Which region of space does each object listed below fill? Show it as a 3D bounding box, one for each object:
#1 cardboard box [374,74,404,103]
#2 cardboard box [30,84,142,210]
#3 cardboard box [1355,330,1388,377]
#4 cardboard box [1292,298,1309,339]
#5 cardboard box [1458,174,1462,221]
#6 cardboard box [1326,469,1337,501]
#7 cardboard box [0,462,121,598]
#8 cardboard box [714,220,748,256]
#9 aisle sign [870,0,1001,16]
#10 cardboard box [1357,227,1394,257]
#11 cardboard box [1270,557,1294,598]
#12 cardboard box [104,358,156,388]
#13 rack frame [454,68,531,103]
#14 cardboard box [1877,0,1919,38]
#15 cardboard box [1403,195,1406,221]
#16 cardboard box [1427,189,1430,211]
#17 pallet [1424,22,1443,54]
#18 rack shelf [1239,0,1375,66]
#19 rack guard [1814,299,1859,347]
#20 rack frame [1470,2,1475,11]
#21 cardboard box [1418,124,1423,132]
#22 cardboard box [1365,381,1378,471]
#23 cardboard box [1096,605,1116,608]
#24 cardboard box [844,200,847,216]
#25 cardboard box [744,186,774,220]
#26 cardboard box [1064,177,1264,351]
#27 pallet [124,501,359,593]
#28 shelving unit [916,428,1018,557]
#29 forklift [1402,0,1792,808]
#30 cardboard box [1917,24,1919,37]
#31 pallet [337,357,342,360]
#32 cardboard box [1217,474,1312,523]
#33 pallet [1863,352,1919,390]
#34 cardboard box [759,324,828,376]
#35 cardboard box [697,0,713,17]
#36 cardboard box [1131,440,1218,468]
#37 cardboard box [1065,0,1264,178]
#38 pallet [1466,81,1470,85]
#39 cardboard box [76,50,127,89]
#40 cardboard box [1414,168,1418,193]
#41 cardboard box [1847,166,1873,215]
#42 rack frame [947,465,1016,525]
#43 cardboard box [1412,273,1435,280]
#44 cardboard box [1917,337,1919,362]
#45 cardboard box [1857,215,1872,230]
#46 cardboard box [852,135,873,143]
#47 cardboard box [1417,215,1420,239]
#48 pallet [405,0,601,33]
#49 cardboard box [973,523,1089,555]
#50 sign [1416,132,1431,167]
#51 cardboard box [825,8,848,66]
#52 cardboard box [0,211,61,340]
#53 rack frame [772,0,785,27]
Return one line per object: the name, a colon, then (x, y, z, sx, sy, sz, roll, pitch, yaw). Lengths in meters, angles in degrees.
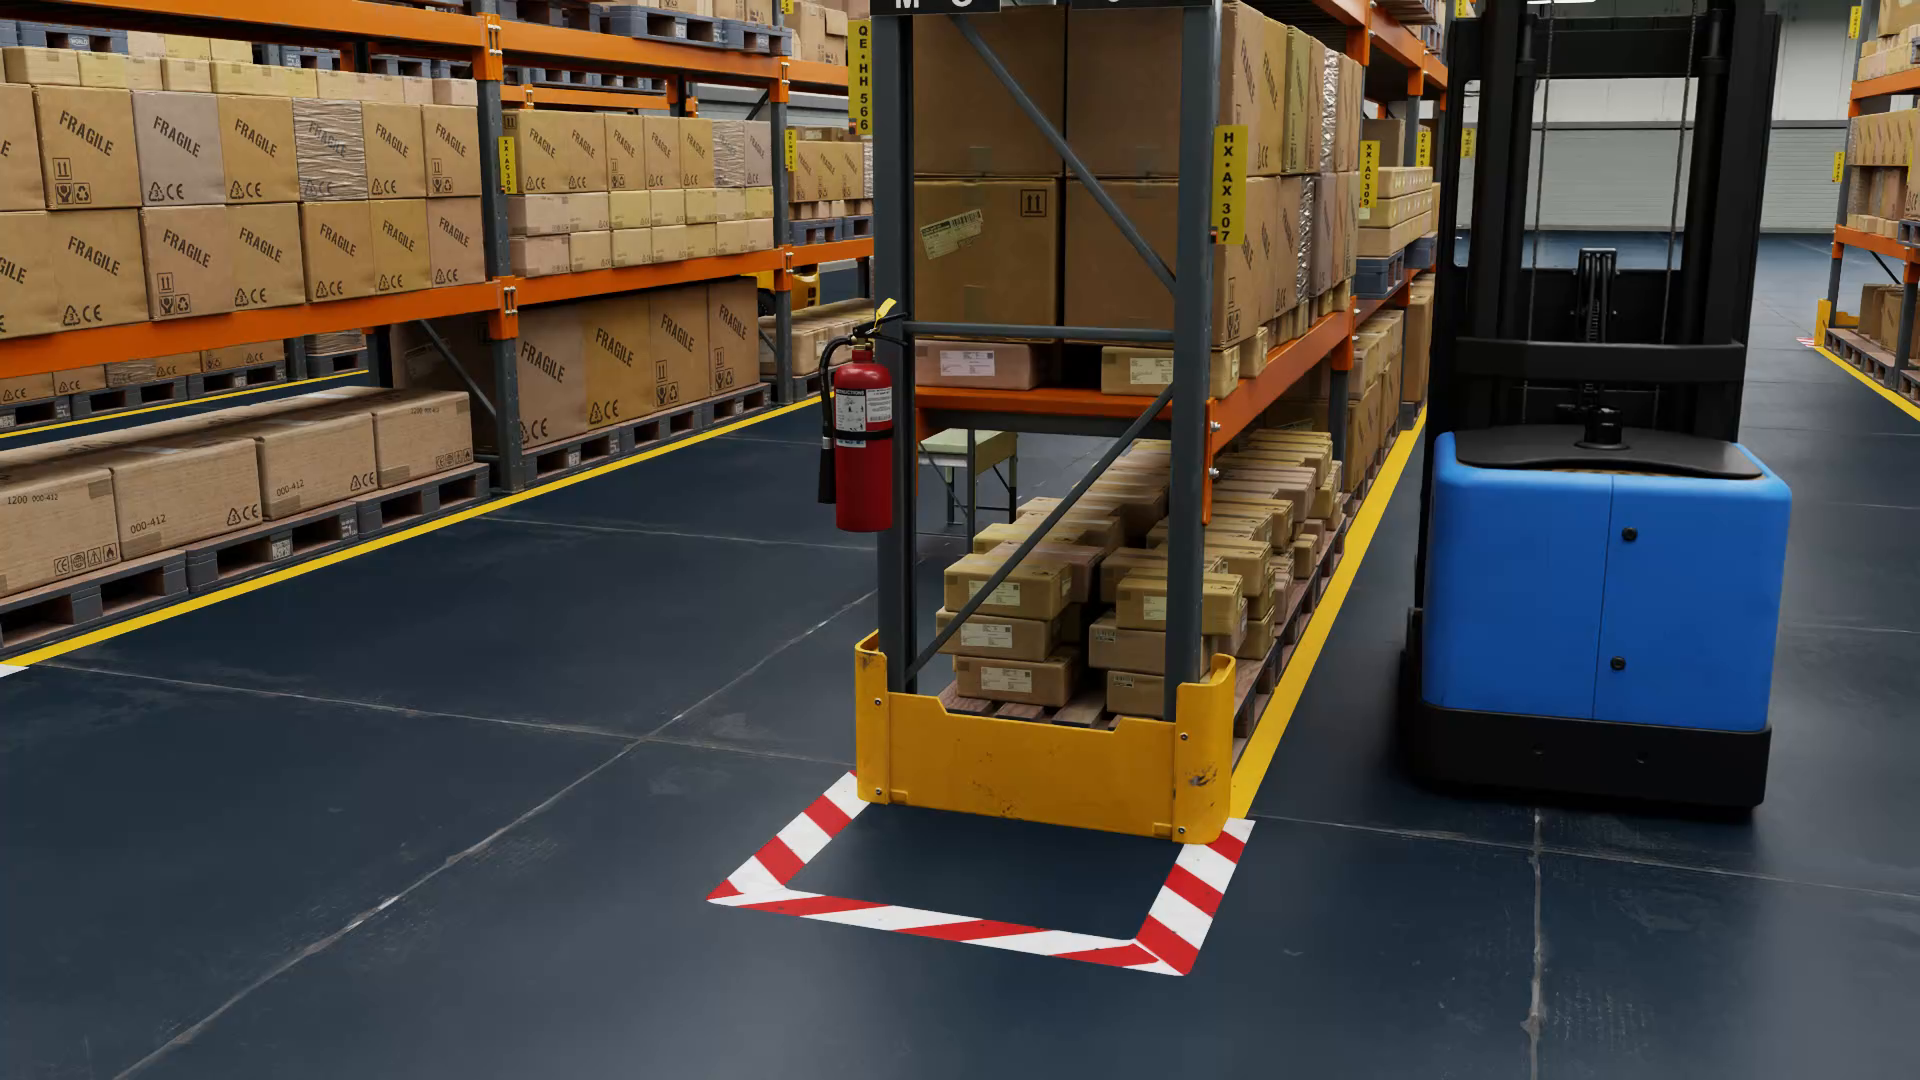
cardboard box: (-3.264, -2.449, 9.049, 0.380, 0.149, 0.250, 4, 14, 18)
cardboard box: (-3.897, -1.668, 7.083, 0.500, 0.500, 0.500, 4, 13, 17)
cardboard box: (2.357, -1.157, 10.303, 0.500, 0.250, 0.500, 5, 14, 21)
cardboard box: (1.220, -0.915, 6.821, 0.380, 0.149, 0.250, 5, 14, 20)
cardboard box: (5.334, -3.967, 19.292, 0.875, 0.550, 0.550, 4, 14, 18)
cardboard box: (1.652, -0.262, 8.189, 0.380, 0.149, 0.250, 4, 13, 16)
cardboard box: (-4.363, -0.044, 7.253, 0.875, 0.438, 0.875, 4, 13, 16)
cardboard box: (-1.962, -2.319, 12.746, 0.500, 0.250, 0.500, 5, 14, 19)
aisle sign: (-0.073, -1.880, 4.644, 0.394, 0.787, 0.004, 4, 14, 18)
cardboard box: (2.091, -1.581, 8.795, 0.380, 0.149, 0.250, 4, 13, 16)
cardboard box: (1.194, 0.164, 6.990, 0.380, 0.149, 0.250, 4, 14, 18)
cardboard box: (-7.014, -1.539, 13.663, 0.500, 0.500, 0.500, 4, 13, 16)
rack frame: (-5.297, -3.825, 19.006, 1.000, 3.000, 0.127, 4, 14, 18)
cardboard box: (9.336, -5.204, 16.290, 0.500, 0.500, 0.500, 4, 14, 18)
cardboard box: (2.340, -1.890, 9.480, 0.380, 0.149, 0.250, 4, 13, 16)
cardboard box: (3.009, -2.325, 11.388, 0.380, 0.149, 0.250, 5, 14, 21)
pallet: (2.981, -3.801, 12.584, 1.213, 0.211, 1.003, 5, 14, 21)
rack shelf: (0.881, -2.140, 6.497, 1.077, 0.370, 4.000, 4, 14, 18)
rack guard: (10.047, -2.363, 18.216, 1.175, 0.500, 0.348, 4, 14, 18)
rack frame: (5.411, -6.900, 18.998, 1.000, 3.000, 0.127, 4, 14, 18)
cardboard box: (3.633, -3.350, 14.452, 0.700, 0.500, 0.500, 4, 14, 19)
cardboard box: (2.188, -0.683, 9.914, 0.500, 0.500, 0.500, 5, 14, 21)
cardboard box: (0.429, 0.289, 6.445, 0.380, 0.149, 0.250, 4, 14, 19)
cardboard box: (-1.245, -2.988, 14.959, 0.380, 0.149, 0.250, 5, 14, 22)
cardboard box: (-1.810, -2.677, 13.188, 0.500, 0.250, 0.500, 4, 14, 18)
cardboard box: (0.641, -0.875, 5.188, 0.500, 0.500, 0.500, 5, 14, 21)
pallet: (-3.901, -0.012, 8.568, 1.003, 0.211, 1.213, 4, 14, 18)
shelving unit: (0.002, -0.733, 8.827, 0.431, 1.500, 0.755, 4, 14, 18)
forklift: (2.353, -0.891, 6.304, 1.130, 2.935, 3.031, 3, 13, 15)
cardboard box: (8.781, -4.537, 14.824, 0.380, 0.149, 0.250, 4, 13, 16)
pallet: (-5.892, -2.050, 17.495, 1.003, 0.211, 1.213, 4, 14, 18)
cardboard box: (1.307, -0.180, 7.163, 0.380, 0.149, 0.250, 4, 13, 16)
pallet: (8.961, -1.540, 15.259, 1.003, 0.211, 1.213, 4, 14, 18)
cardboard box: (-1.702, -1.668, 14.518, 0.950, 0.372, 0.625, 3, 13, 15)
cardboard box: (-2.008, -3.913, 12.007, 0.396, 0.266, 0.258, 4, 13, 17)
cardboard box: (1.041, -0.386, 8.063, 0.380, 0.149, 0.250, 4, 14, 18)
cardboard box: (0.631, -1.363, 5.081, 0.500, 0.500, 0.500, 4, 14, 18)
pallet: (5.181, -5.238, 18.654, 1.003, 0.211, 1.213, 4, 14, 18)
cardboard box: (-3.827, -2.013, 7.136, 0.380, 0.149, 0.250, 4, 13, 17)
cardboard box: (2.592, -2.201, 10.172, 0.380, 0.149, 0.250, 5, 14, 20)
cardboard box: (9.868, -3.677, 17.465, 0.875, 0.500, 0.500, 4, 14, 18)
rack frame: (0.121, -0.810, 9.165, 0.400, 1.500, 0.023, 4, 14, 18)
cardboard box: (4.001, -2.104, 15.578, 1.050, 0.750, 0.750, 4, 14, 18)
cardboard box: (8.945, -1.822, 14.906, 0.500, 0.500, 0.500, 4, 13, 17)
cardboard box: (9.498, -3.275, 17.160, 0.380, 0.149, 0.250, 4, 14, 18)
cardboard box: (-0.812, -3.864, 15.883, 0.380, 0.149, 0.250, 4, 13, 16)
cardboard box: (2.763, -2.021, 10.723, 0.380, 0.149, 0.250, 4, 13, 16)
pallet: (-2.938, -3.350, 10.613, 0.805, 0.209, 1.217, 4, 13, 16)
cardboard box: (0.265, 0.046, 6.171, 0.380, 0.149, 0.250, 4, 13, 17)
sign: (3.339, -2.780, 12.003, 0.100, 0.325, 0.005, 4, 14, 18)
cardboard box: (-1.427, -4.462, 14.825, 0.797, 0.503, 0.637, 4, 14, 18)
cardboard box: (-4.055, -1.071, 6.715, 0.500, 0.500, 0.500, 4, 14, 18)
rack frame: (-1.894, -5.551, 13.086, 1.000, 3.000, 0.127, 4, 14, 18)
